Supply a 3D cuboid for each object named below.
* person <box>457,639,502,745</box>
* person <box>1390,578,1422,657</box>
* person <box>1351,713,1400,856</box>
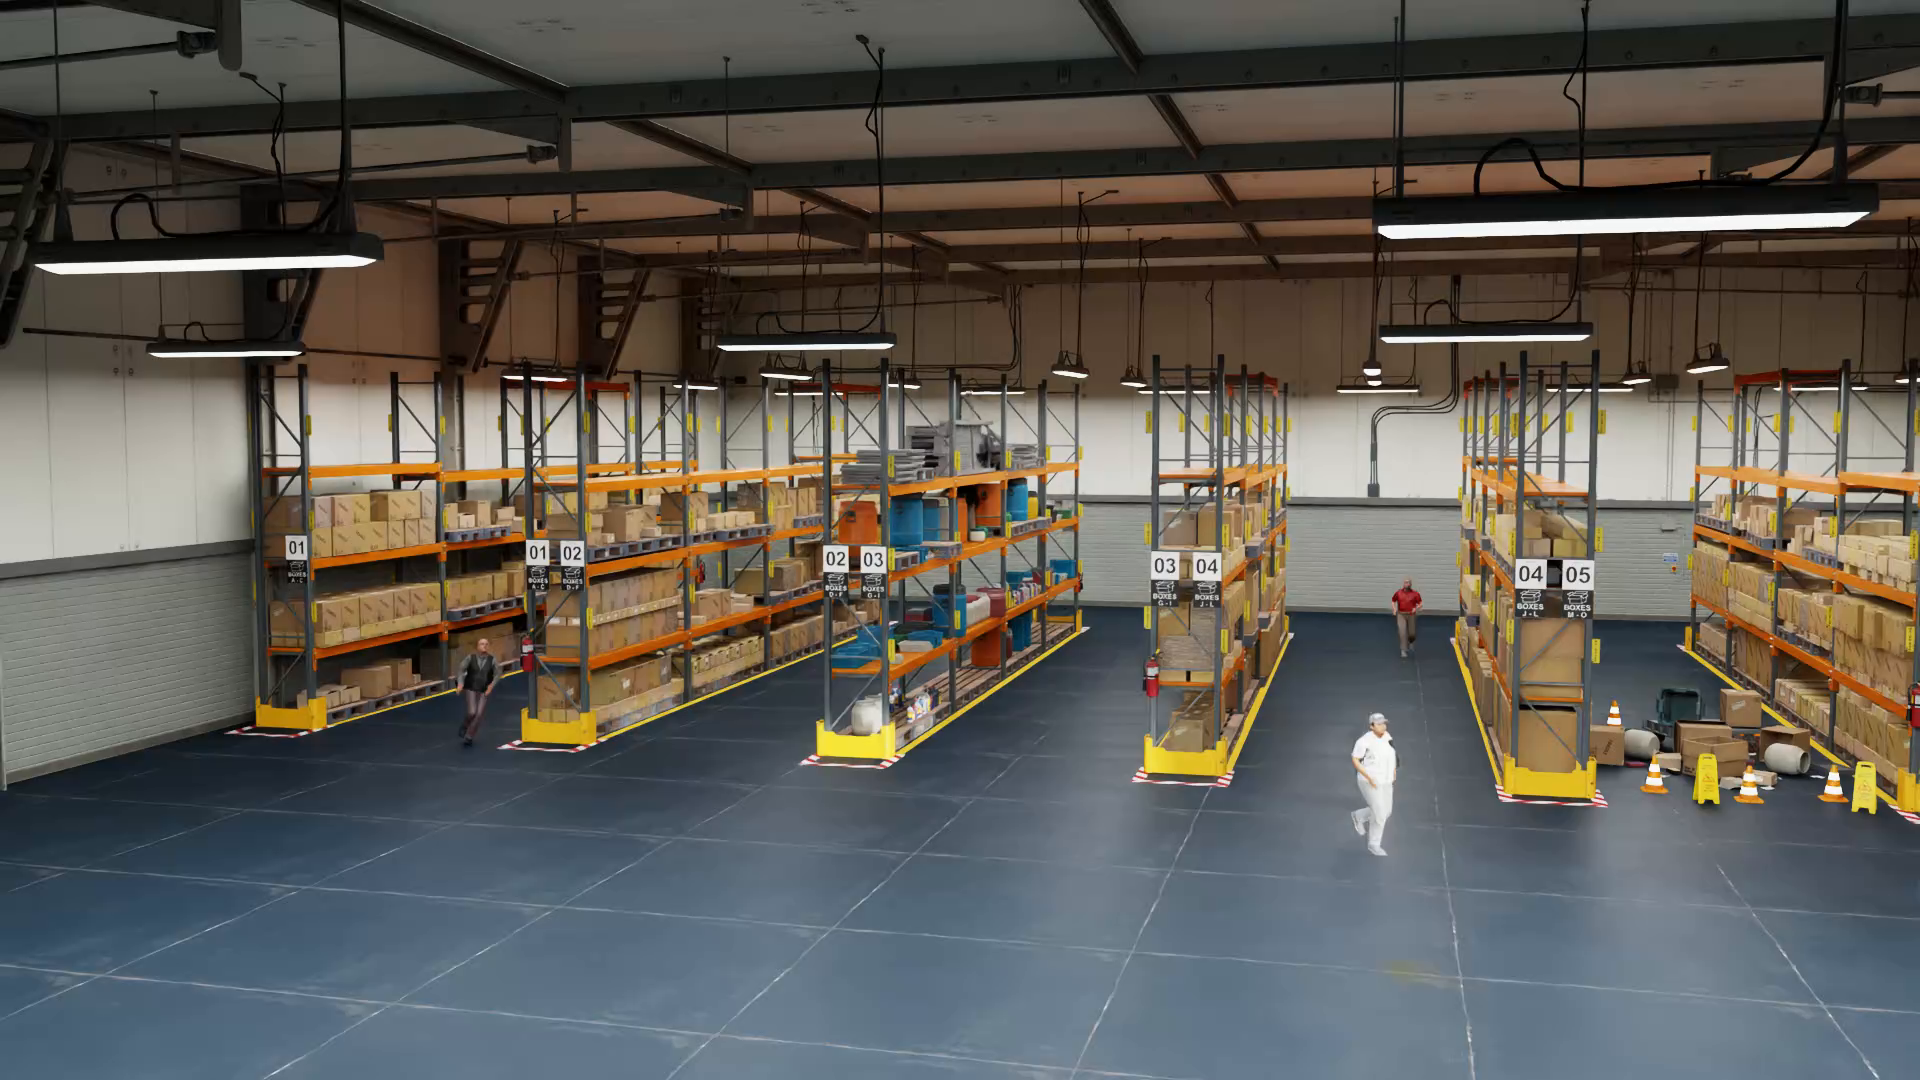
[{"bbox_3d":[-7.524,2.382,26.065,0.684,1.649,0.534,-2,4,-21],"label":"person"},{"bbox_3d":[9.678,1.675,36.064,0.672,1.675,0.780,1,4,14],"label":"person"},{"bbox_3d":[4.848,2.844,19.620,0.609,1.661,0.634,-2,5,-30],"label":"person"}]
